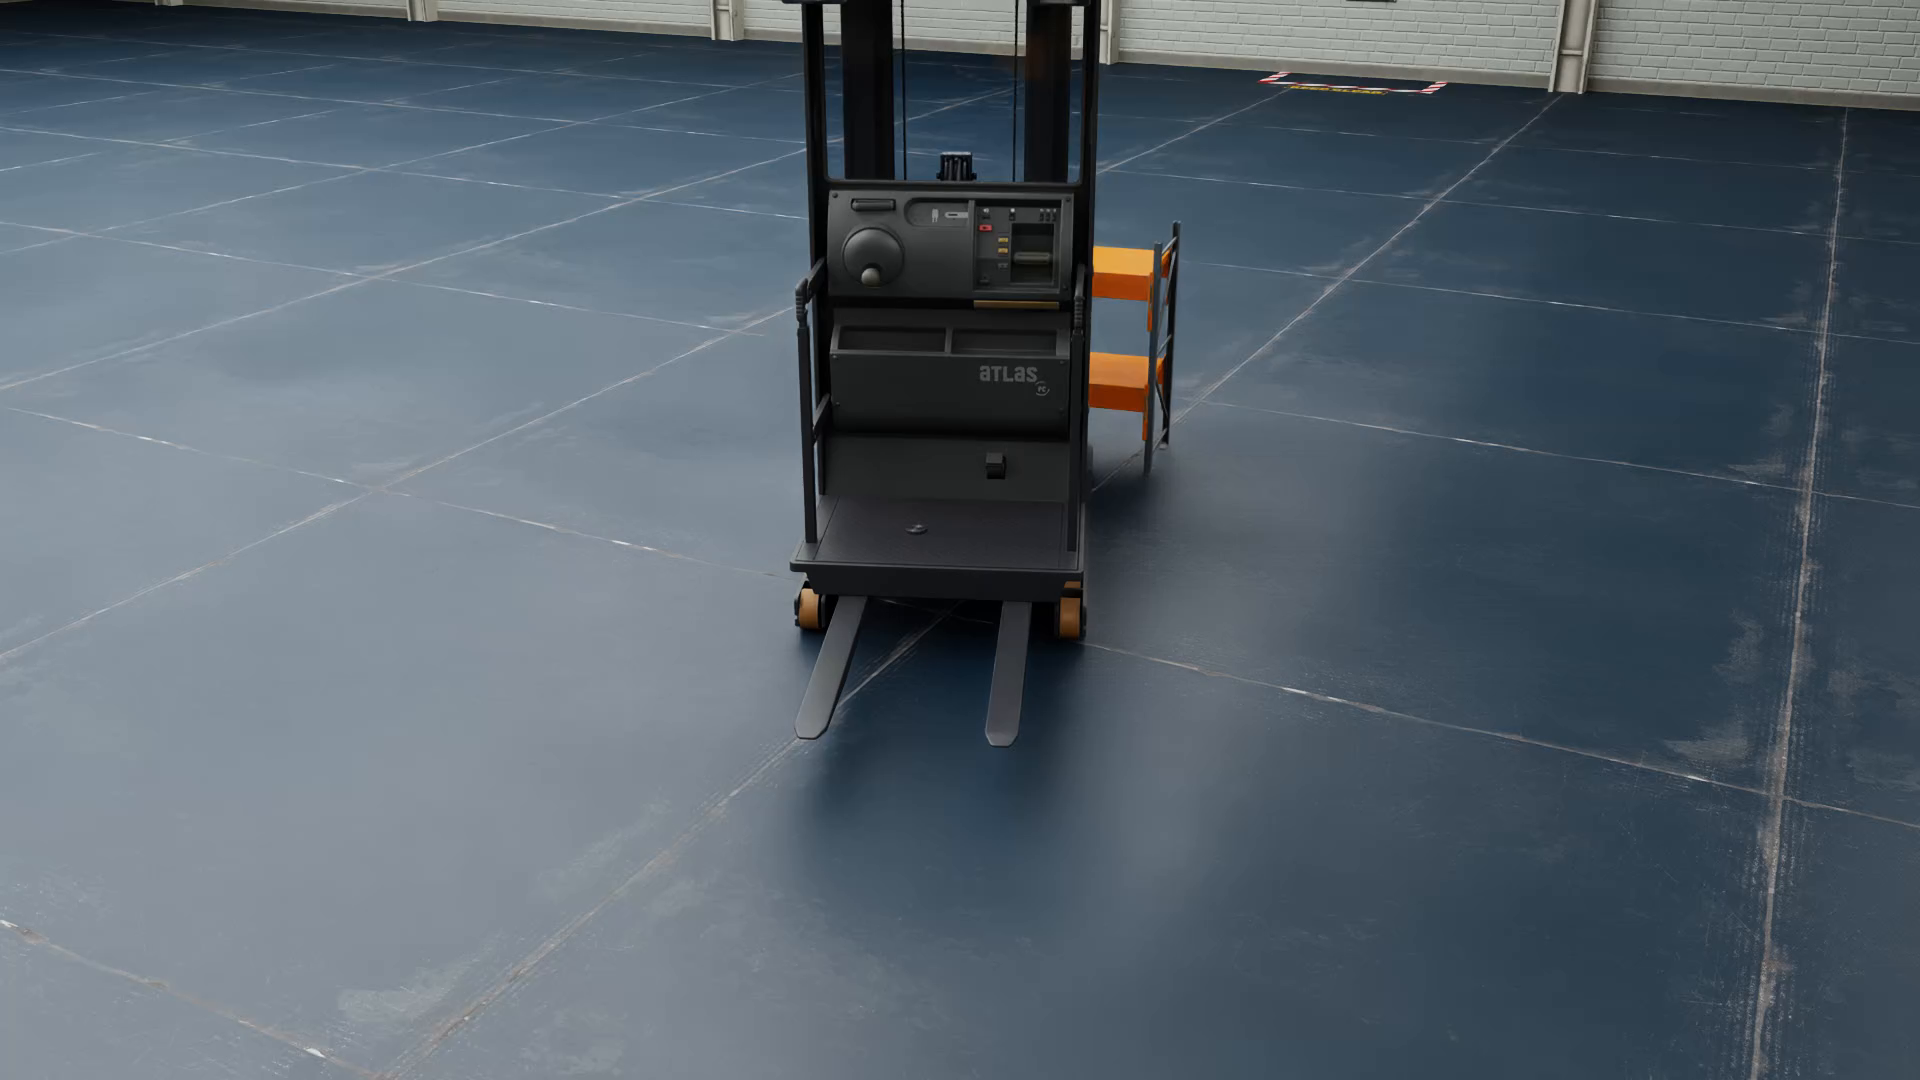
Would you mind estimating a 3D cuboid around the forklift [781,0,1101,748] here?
[{"bbox_3d":[-0.052,-1.103,6.099,1.130,2.935,3.031,2,23,4],"label":"forklift"}]

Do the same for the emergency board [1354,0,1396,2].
[{"bbox_3d":[5.063,-7.199,20.345,0.626,1.169,0.157,11,25,25],"label":"emergency board"}]

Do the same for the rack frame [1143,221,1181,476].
[{"bbox_3d":[0.969,-0.918,7.972,0.032,1.125,0.500,7,24,16],"label":"rack frame"}]

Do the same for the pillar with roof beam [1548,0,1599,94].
[{"bbox_3d":[5.308,-7.999,14.560,0.400,9.000,9.100,11,25,25],"label":"pillar with roof beam"}]

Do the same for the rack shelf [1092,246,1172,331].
[{"bbox_3d":[0.483,-1.247,7.997,1.000,0.278,0.538,7,24,16],"label":"rack shelf"}]

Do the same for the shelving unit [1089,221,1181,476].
[{"bbox_3d":[0.483,-0.978,8.111,1.048,1.125,0.538,7,24,16],"label":"shelving unit"}]

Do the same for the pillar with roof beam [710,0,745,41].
[{"bbox_3d":[-5.401,-10.118,19.542,0.400,9.000,9.100,11,25,25],"label":"pillar with roof beam"}]

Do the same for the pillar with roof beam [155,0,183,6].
[{"bbox_3d":[-16.110,-12.236,24.525,0.400,9.000,9.100,11,25,25],"label":"pillar with roof beam"}]

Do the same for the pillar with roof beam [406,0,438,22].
[{"bbox_3d":[-10.756,-11.177,22.033,0.400,9.000,9.100,11,25,25],"label":"pillar with roof beam"}]

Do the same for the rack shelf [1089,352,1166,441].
[{"bbox_3d":[0.483,-0.753,8.207,1.000,0.278,0.538,7,24,16],"label":"rack shelf"}]

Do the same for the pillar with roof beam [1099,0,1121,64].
[{"bbox_3d":[-0.047,-9.058,17.051,0.400,9.000,9.100,11,25,25],"label":"pillar with roof beam"}]
